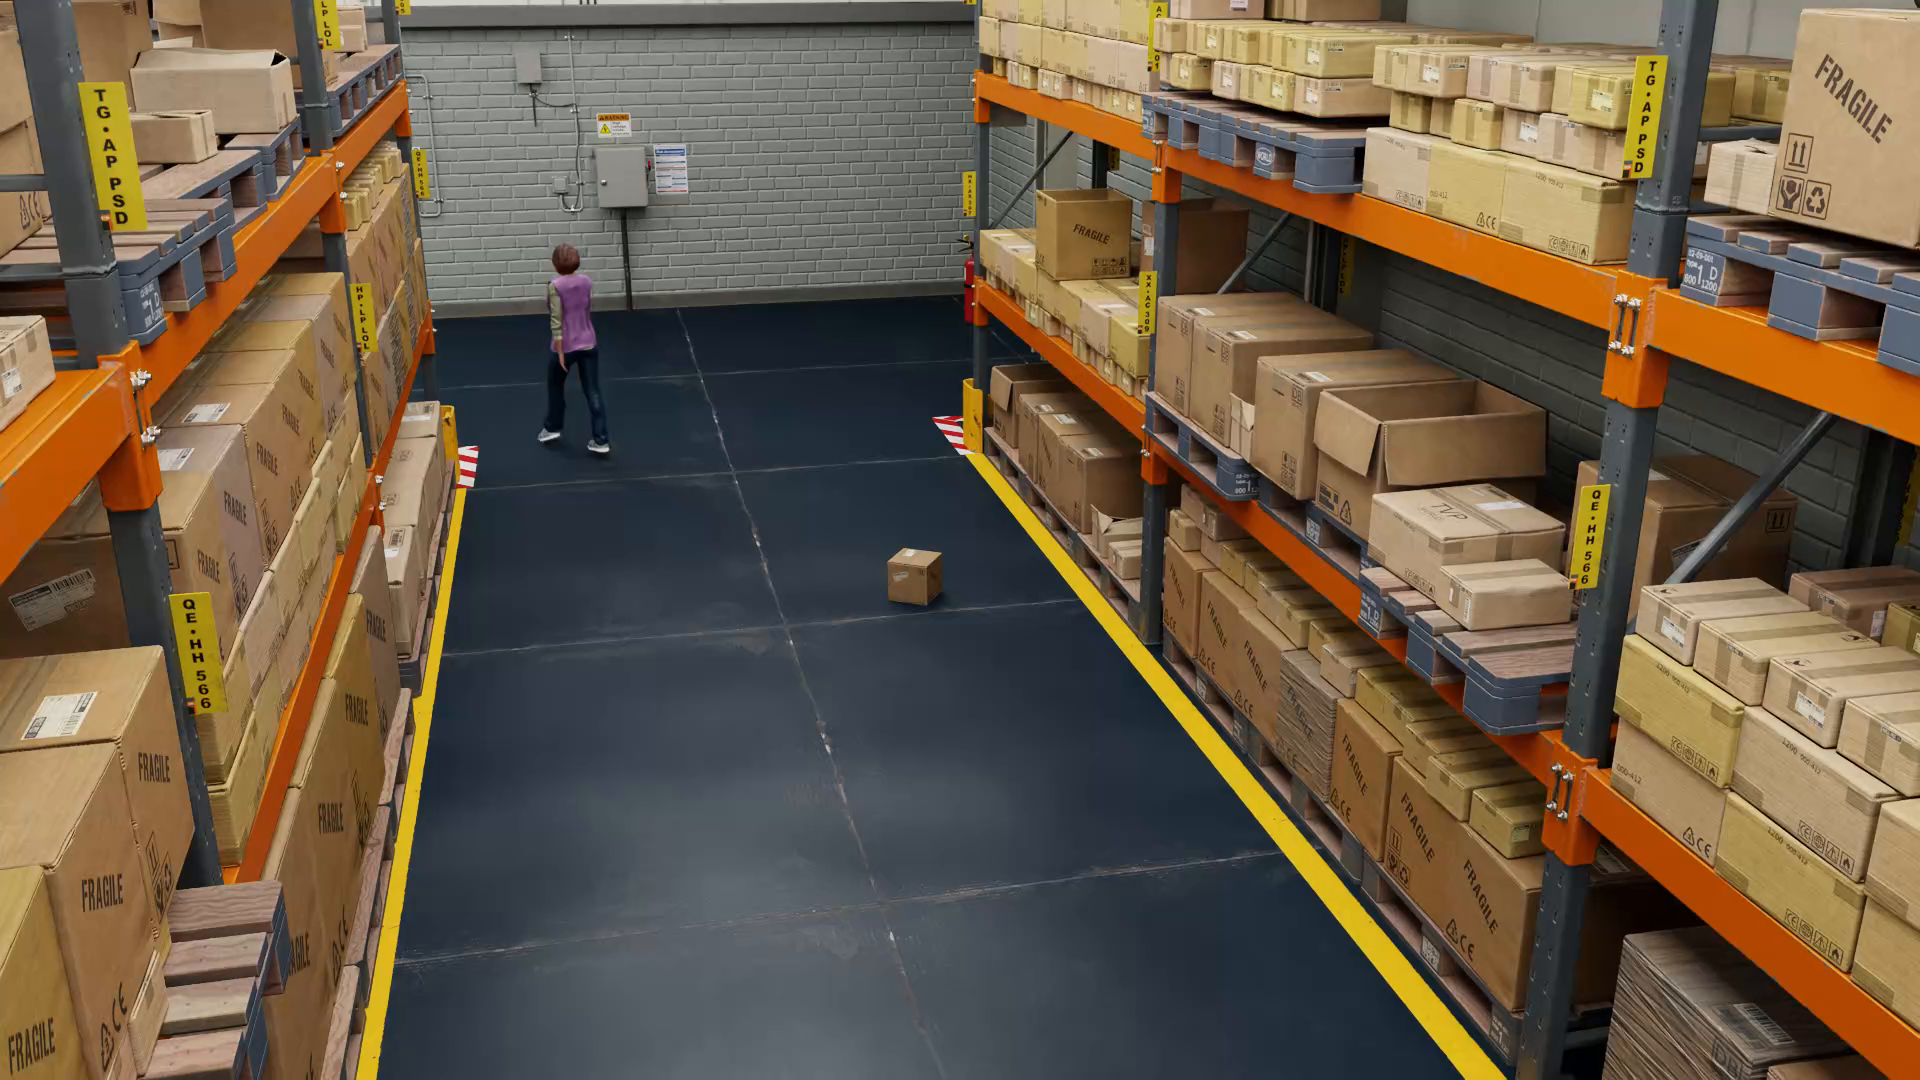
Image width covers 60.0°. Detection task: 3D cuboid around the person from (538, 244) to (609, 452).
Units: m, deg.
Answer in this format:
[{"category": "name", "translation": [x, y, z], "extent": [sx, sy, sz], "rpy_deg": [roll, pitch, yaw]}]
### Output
[{"category": "person", "translation": [-2.966, -1.460, 12.586], "extent": [0.414, 1.581, 0.829], "rpy_deg": [-16, 25, -37]}]
